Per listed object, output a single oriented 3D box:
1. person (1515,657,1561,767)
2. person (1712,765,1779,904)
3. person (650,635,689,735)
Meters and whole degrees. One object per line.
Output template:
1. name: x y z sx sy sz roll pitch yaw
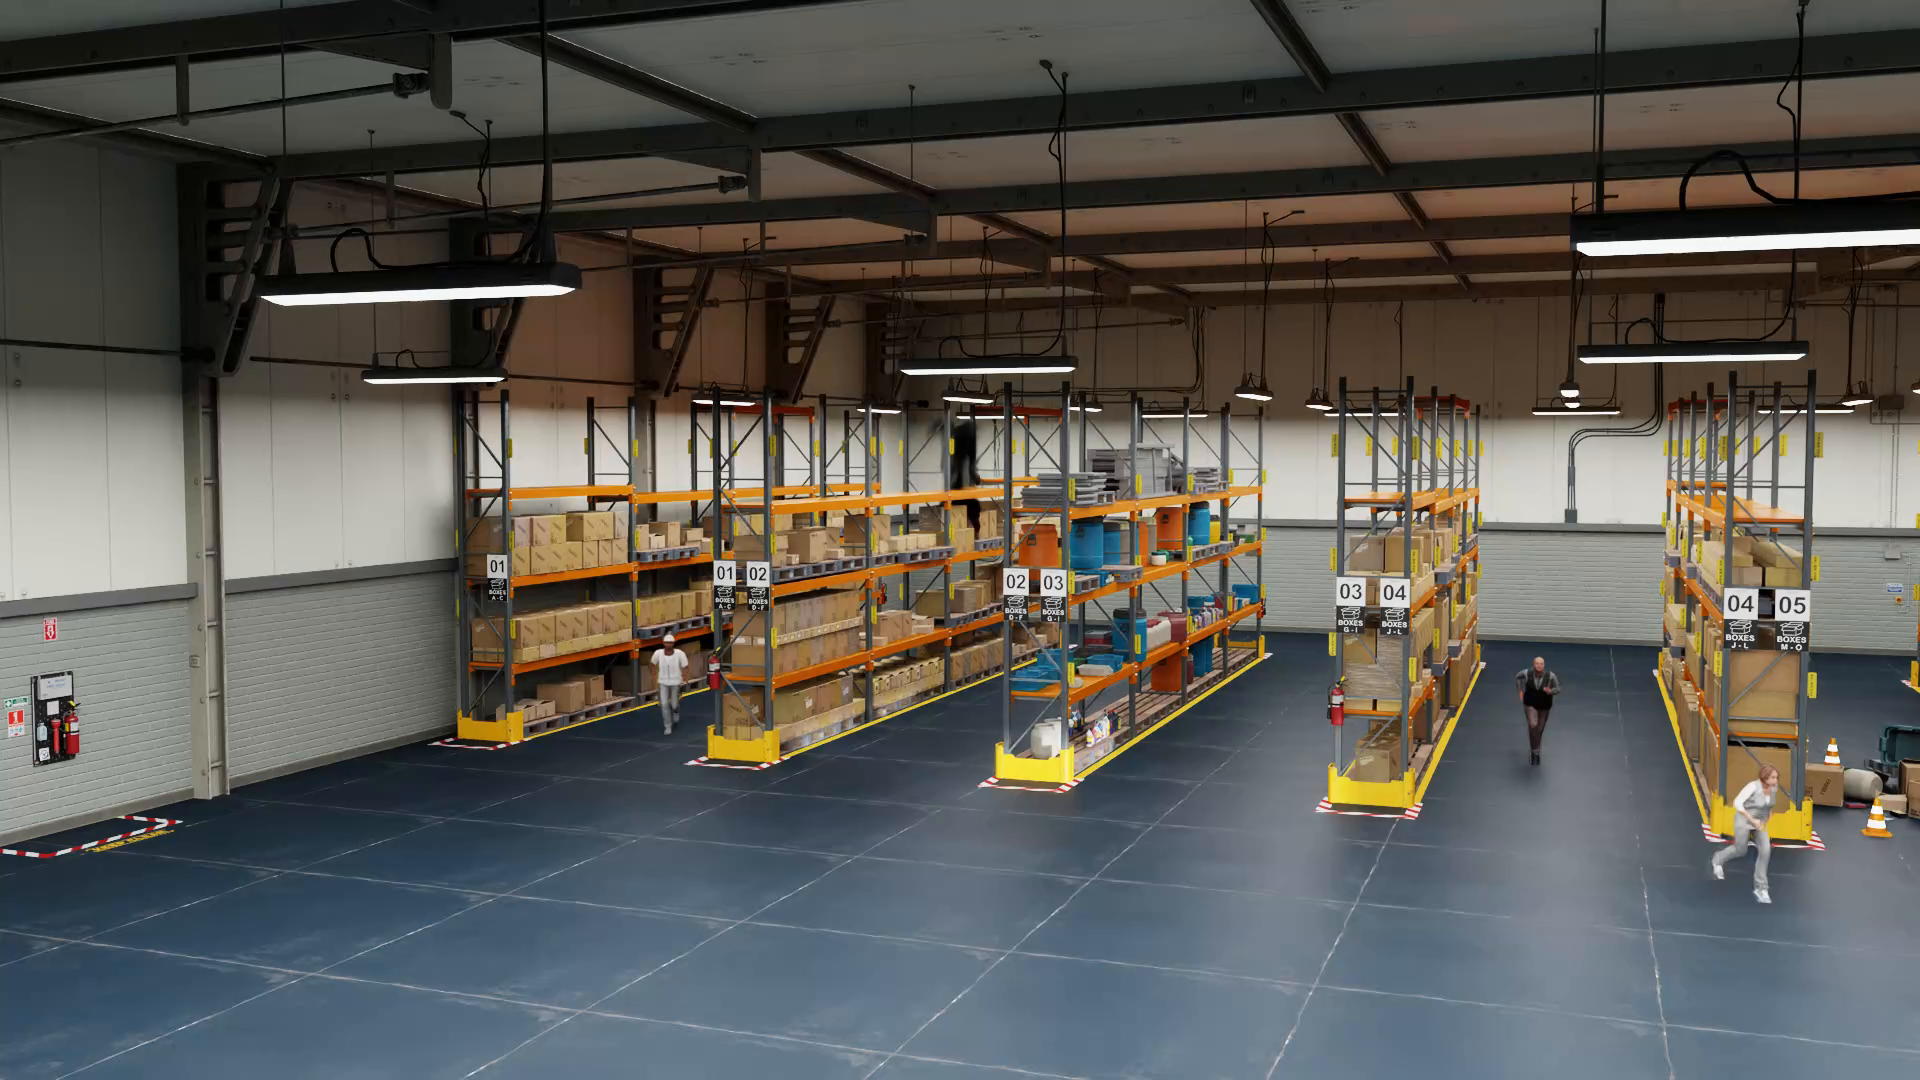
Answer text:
1. person: 9.208 2.704 26.530 0.652 1.734 0.959 1 3 9
2. person: 8.818 3.229 18.682 0.572 1.547 0.916 -1 3 -20
3. person: -5.131 2.522 29.394 0.684 1.738 0.856 0 3 -5
